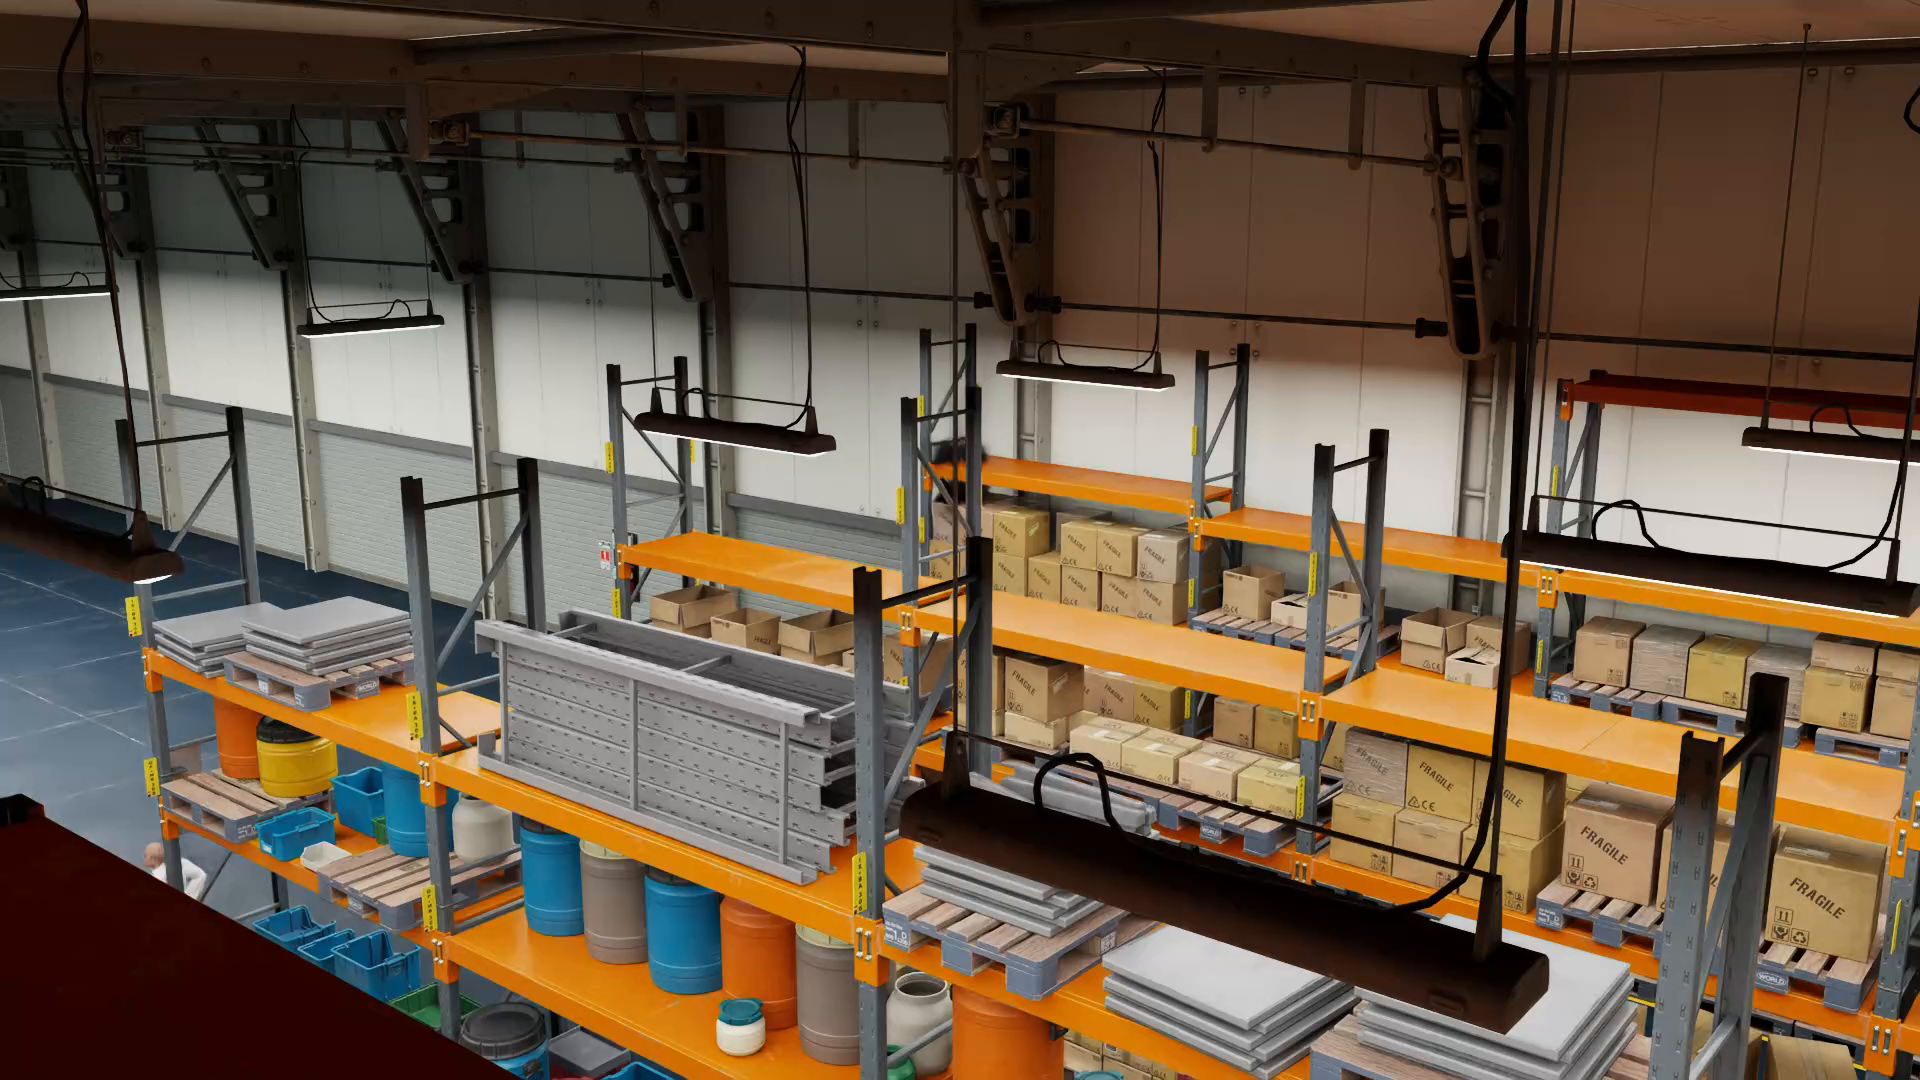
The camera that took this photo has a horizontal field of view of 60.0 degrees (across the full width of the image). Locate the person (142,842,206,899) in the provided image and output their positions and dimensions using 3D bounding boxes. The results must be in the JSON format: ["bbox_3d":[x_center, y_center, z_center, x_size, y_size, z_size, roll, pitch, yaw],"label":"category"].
[{"bbox_3d":[-7.421,3.733,15.774,1.129,1.836,0.655,-3,13,-14],"label":"person"}]
